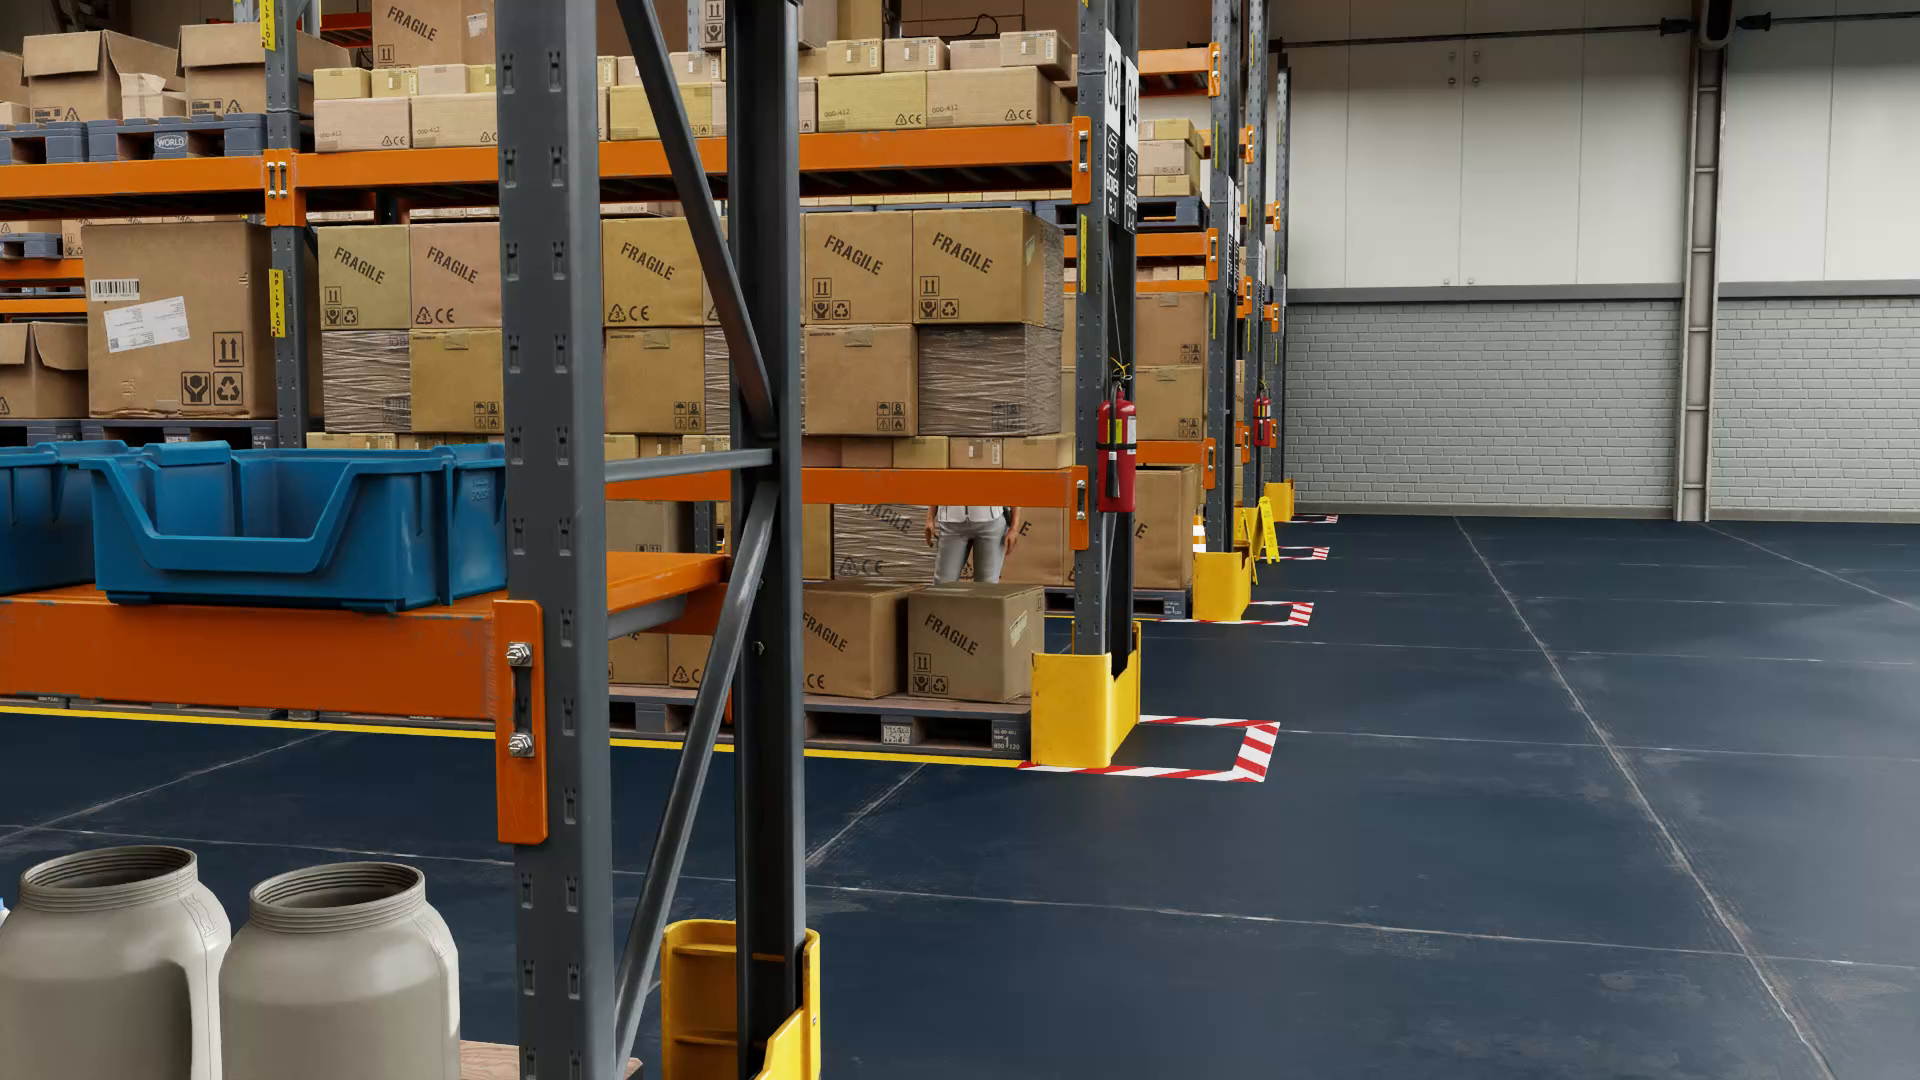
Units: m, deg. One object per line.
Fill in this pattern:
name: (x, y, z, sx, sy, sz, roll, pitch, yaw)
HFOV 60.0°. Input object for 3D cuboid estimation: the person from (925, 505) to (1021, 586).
person: (0.044, -0.051, 9.739, 0.598, 1.670, 0.526, 1, 5, 14)
